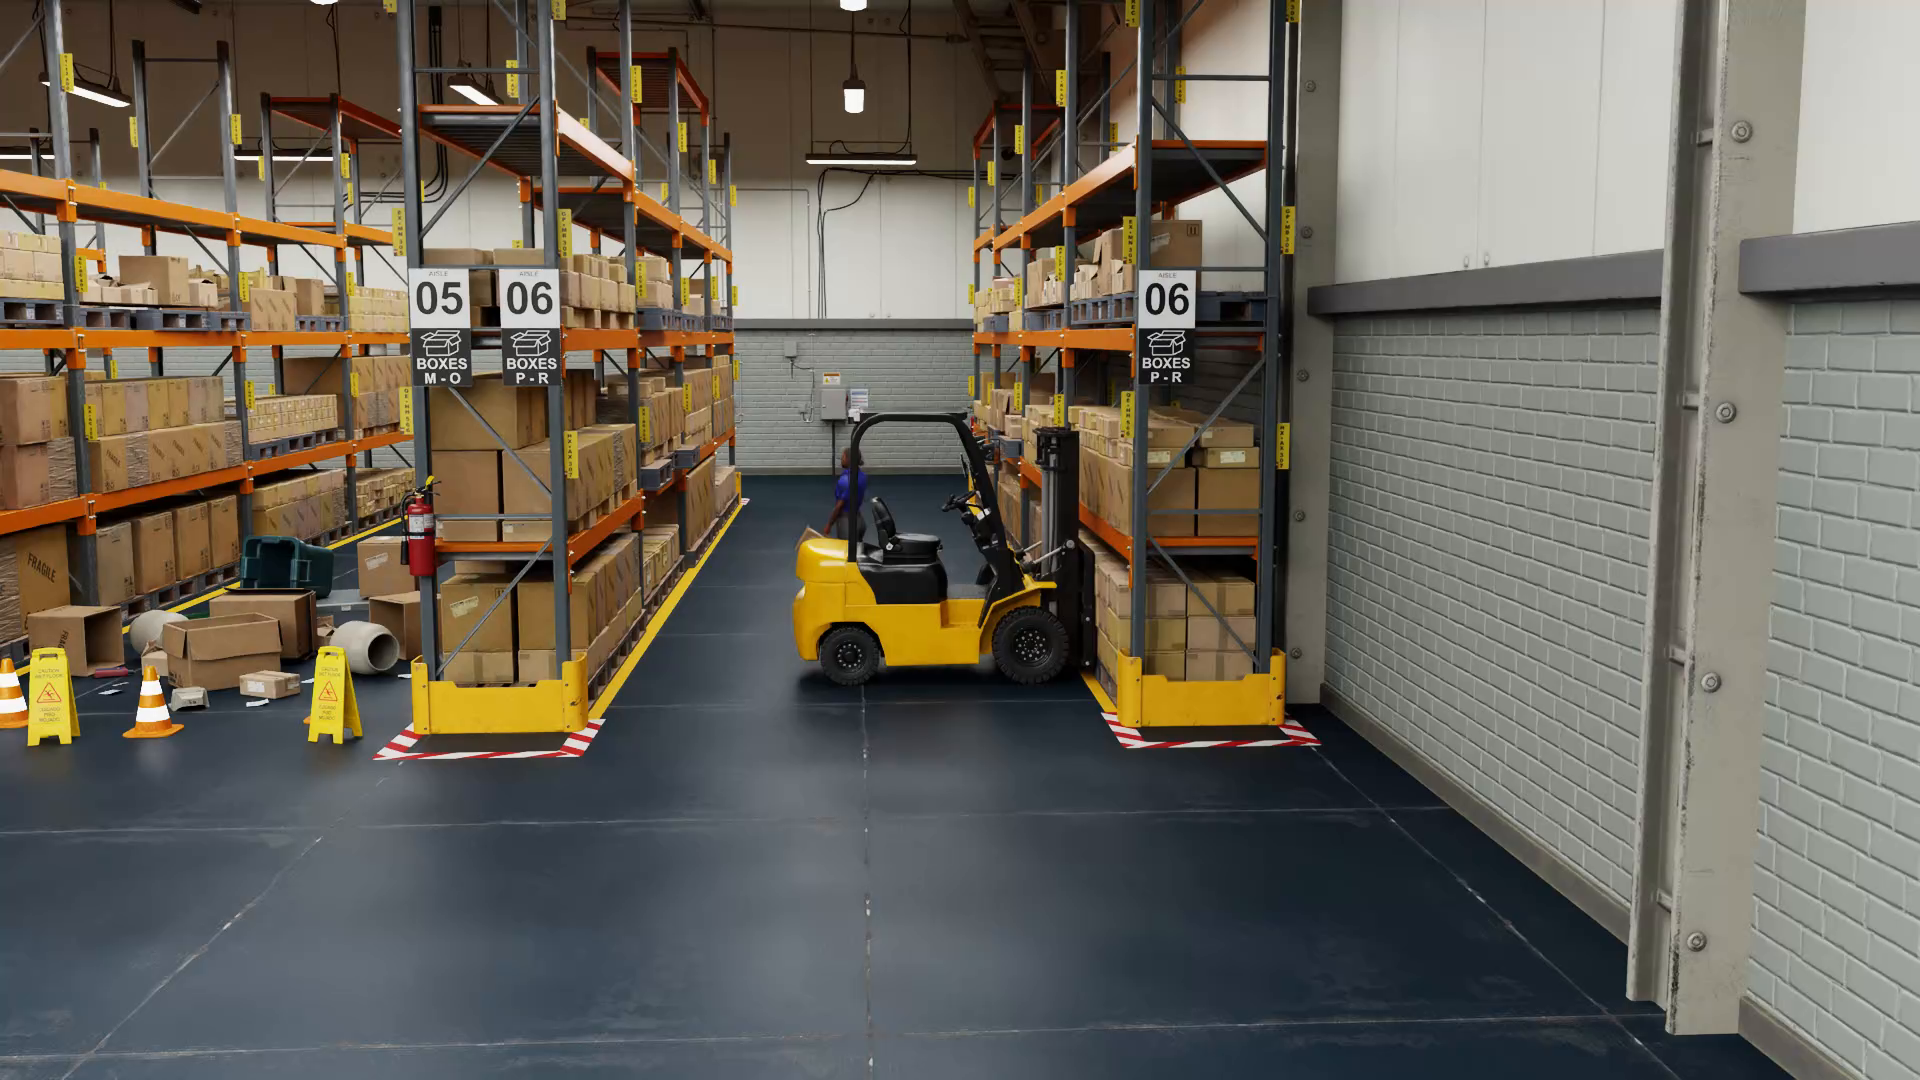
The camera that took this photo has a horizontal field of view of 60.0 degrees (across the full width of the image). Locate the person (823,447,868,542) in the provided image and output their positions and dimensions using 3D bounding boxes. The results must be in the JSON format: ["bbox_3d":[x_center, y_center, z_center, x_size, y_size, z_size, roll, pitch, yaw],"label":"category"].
[{"bbox_3d":[-1.170,-0.117,16.678,0.523,1.653,0.506,3,7,21],"label":"person"}]
